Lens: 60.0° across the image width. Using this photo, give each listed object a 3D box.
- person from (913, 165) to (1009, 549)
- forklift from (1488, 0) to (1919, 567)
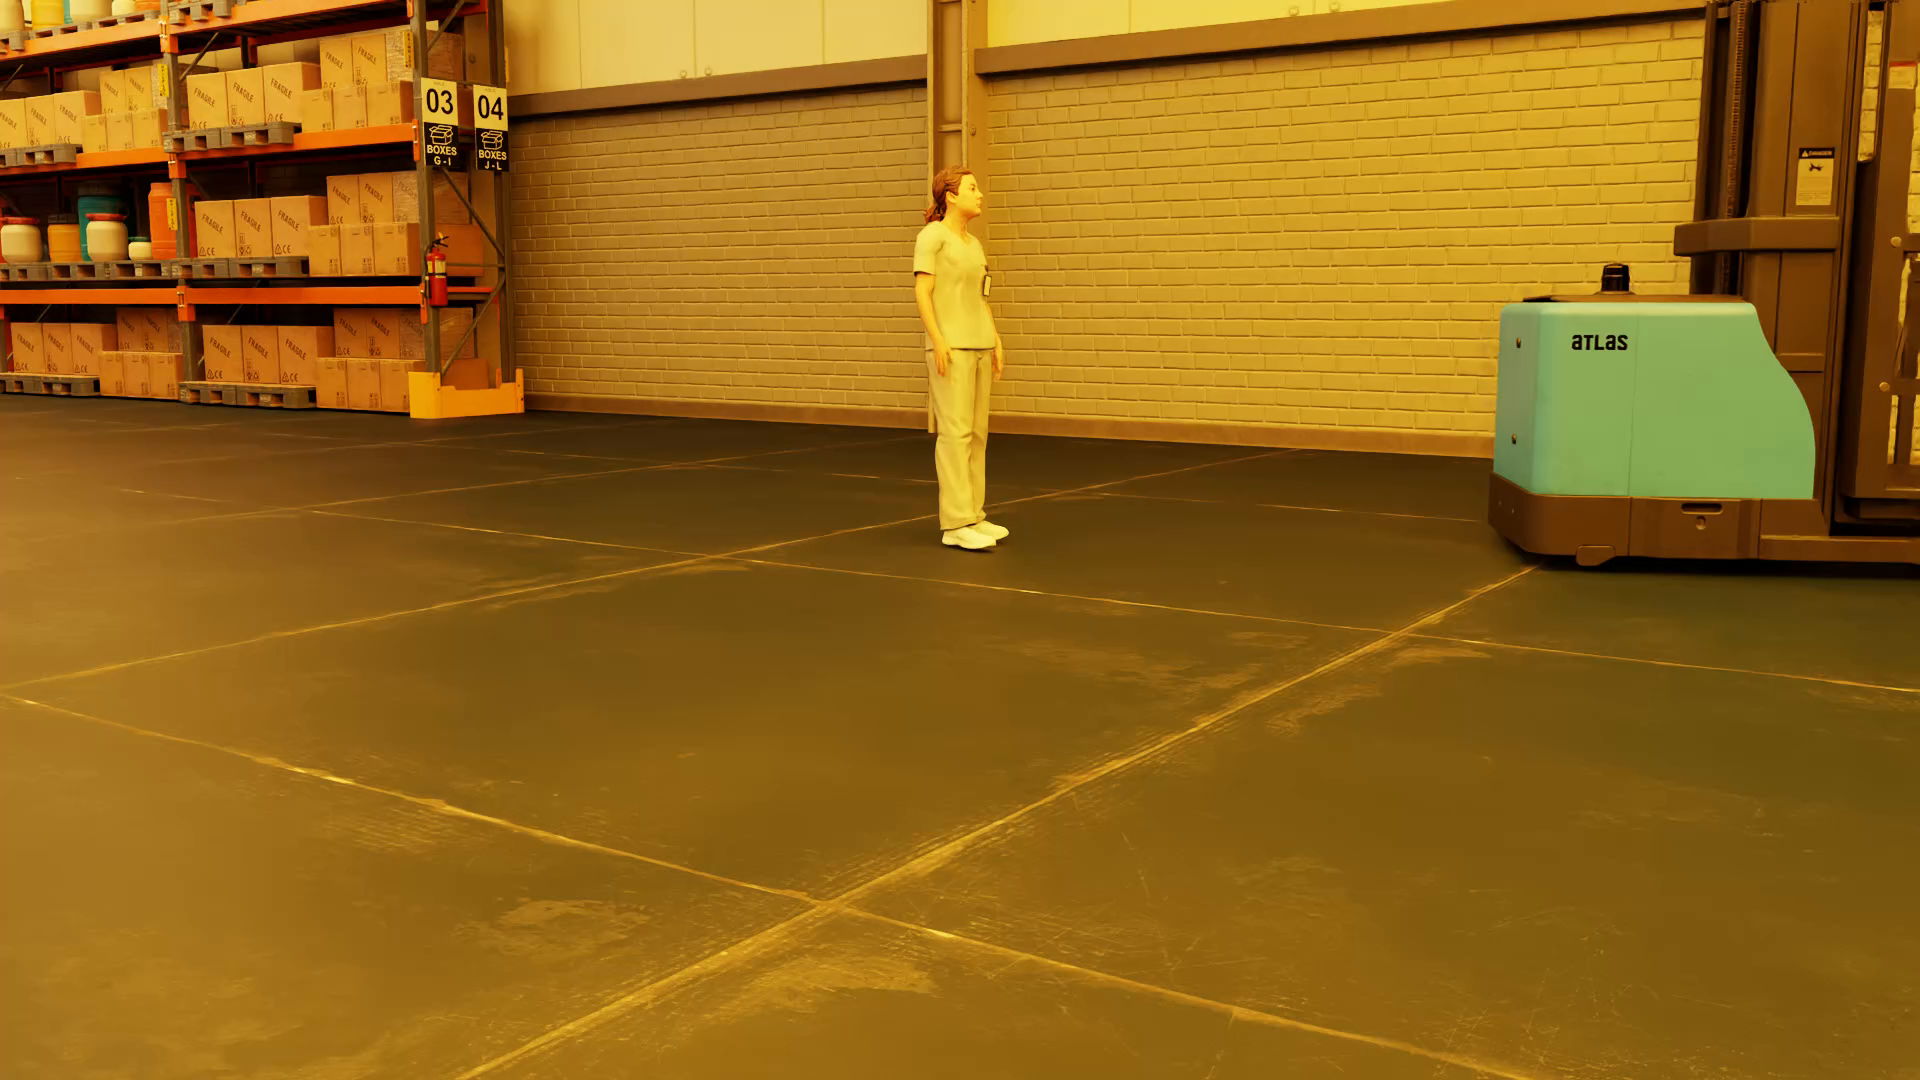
[{"bbox_3d":[0.054,-0.830,7.432,0.548,1.673,0.549,5,10,34],"label":"person"},{"bbox_3d":[3.860,-1.365,6.794,3.031,2.935,1.130,1,8,8],"label":"forklift"}]
